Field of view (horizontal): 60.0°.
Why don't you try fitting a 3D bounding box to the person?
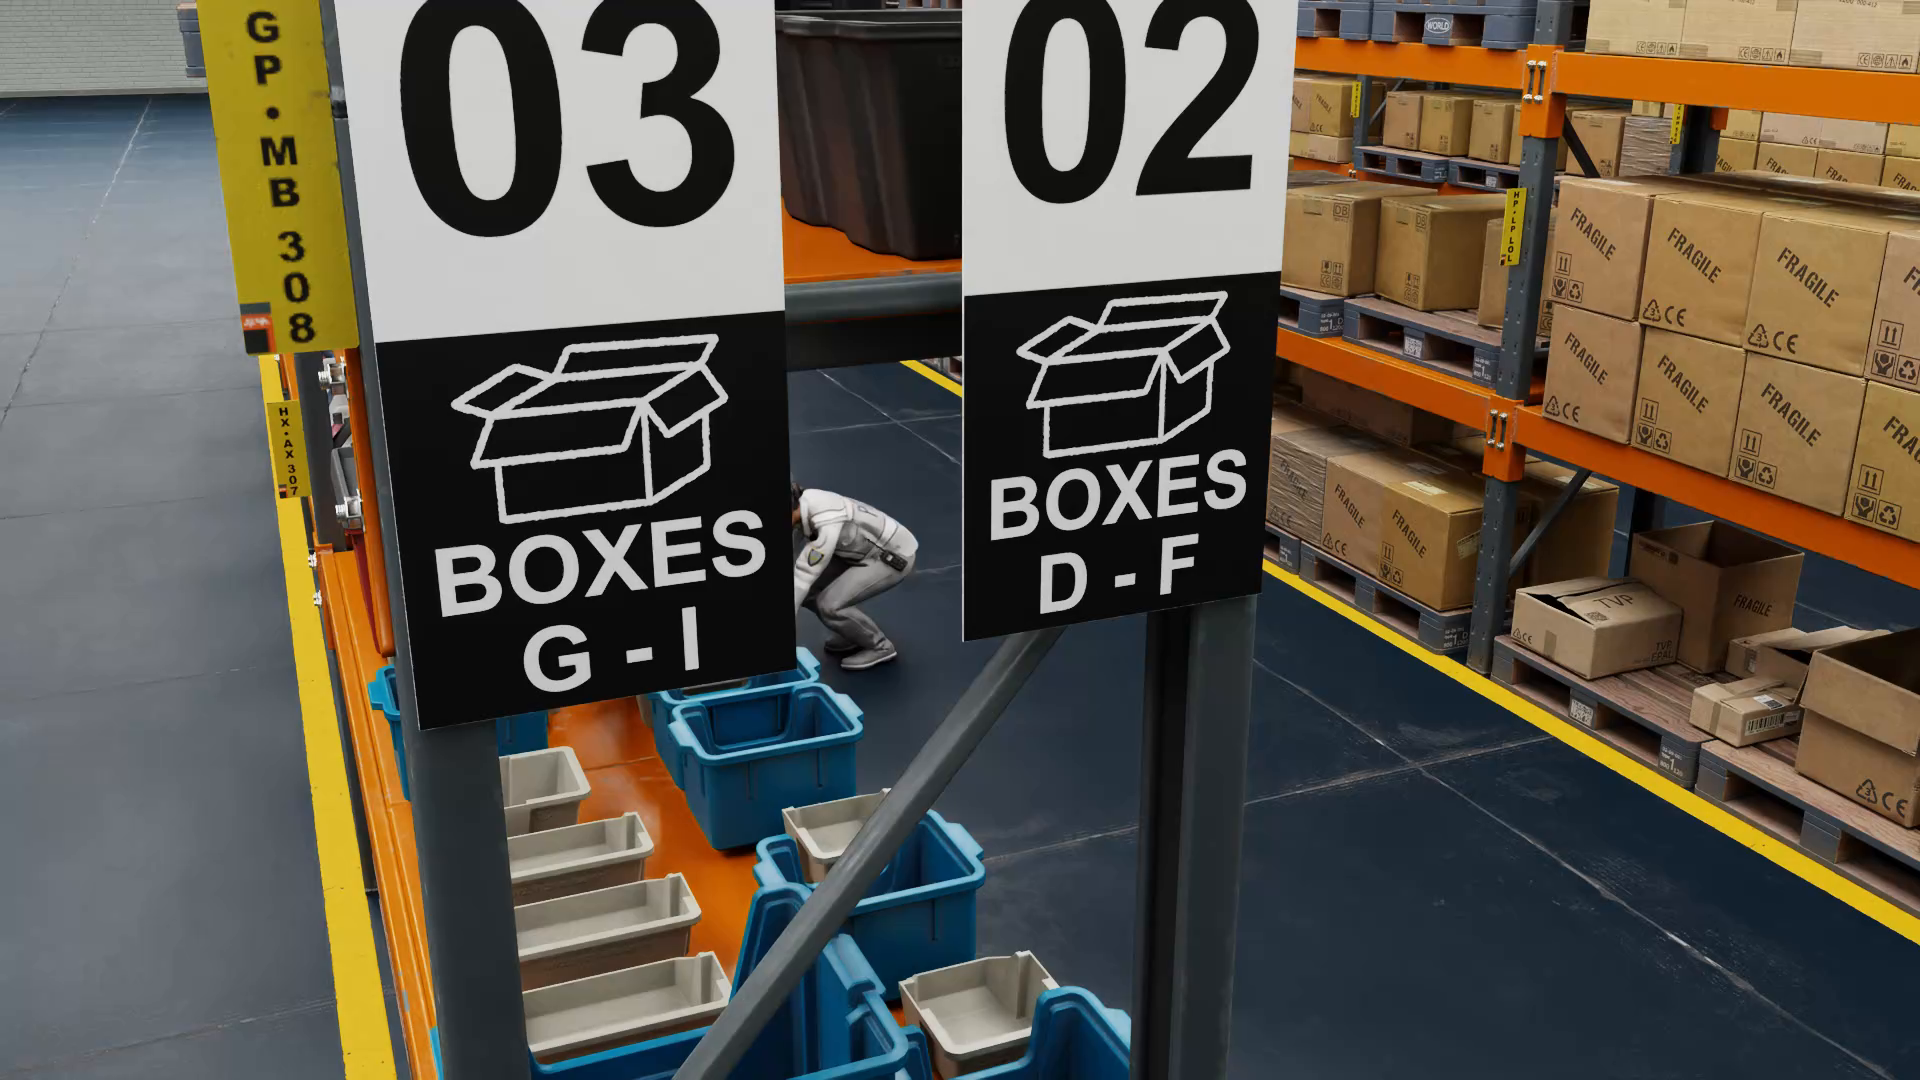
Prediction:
[{"bbox_3d":[-0.615,0.118,7.796,0.859,0.979,0.458,-9,21,-23],"label":"person"}]
